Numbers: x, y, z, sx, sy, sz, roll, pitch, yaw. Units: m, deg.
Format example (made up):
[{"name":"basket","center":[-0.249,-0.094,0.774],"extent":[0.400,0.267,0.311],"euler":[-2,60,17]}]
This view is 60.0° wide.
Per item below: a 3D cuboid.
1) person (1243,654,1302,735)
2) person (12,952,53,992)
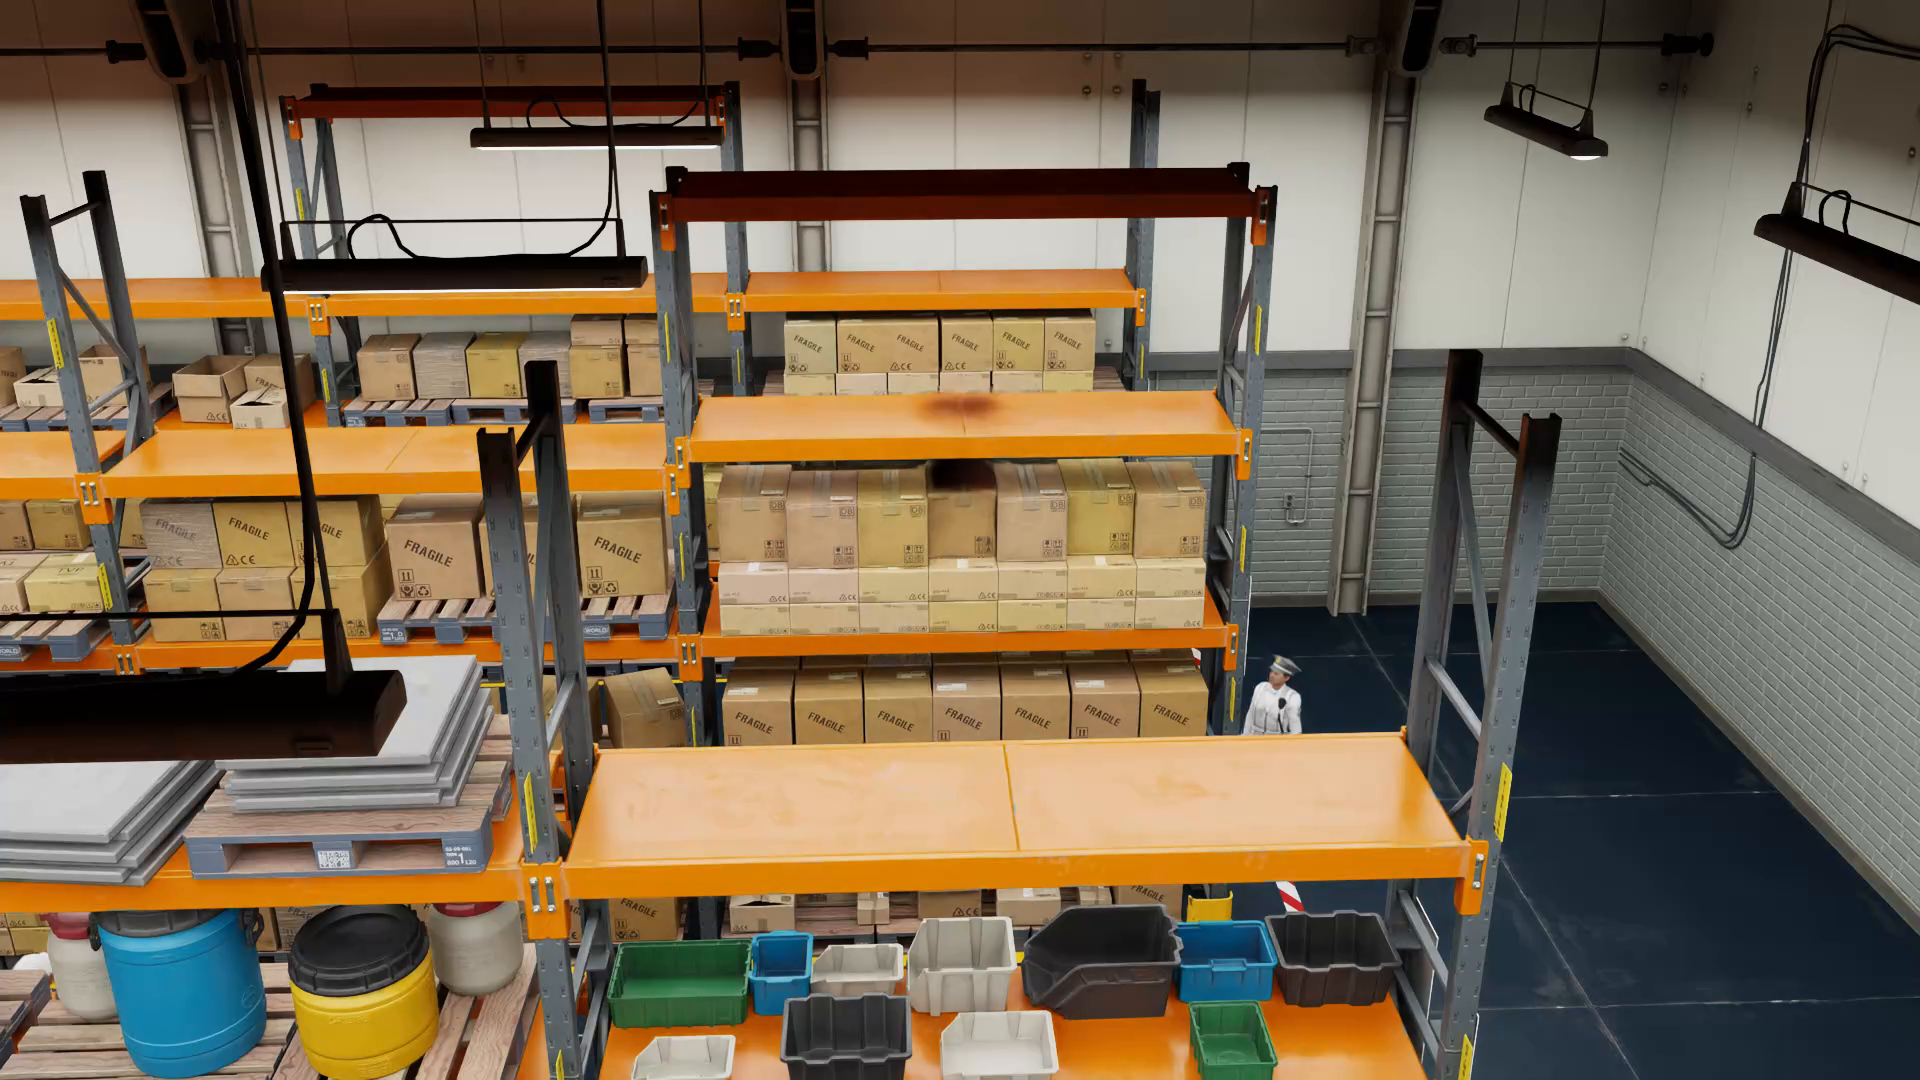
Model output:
[{"name":"person","center":[2.723,1.785,14.521],"extent":[0.528,1.707,0.415],"euler":[10,24,24]},{"name":"person","center":[-5.770,3.369,10.479],"extent":[0.622,1.775,0.590],"euler":[-20,29,-39]}]
